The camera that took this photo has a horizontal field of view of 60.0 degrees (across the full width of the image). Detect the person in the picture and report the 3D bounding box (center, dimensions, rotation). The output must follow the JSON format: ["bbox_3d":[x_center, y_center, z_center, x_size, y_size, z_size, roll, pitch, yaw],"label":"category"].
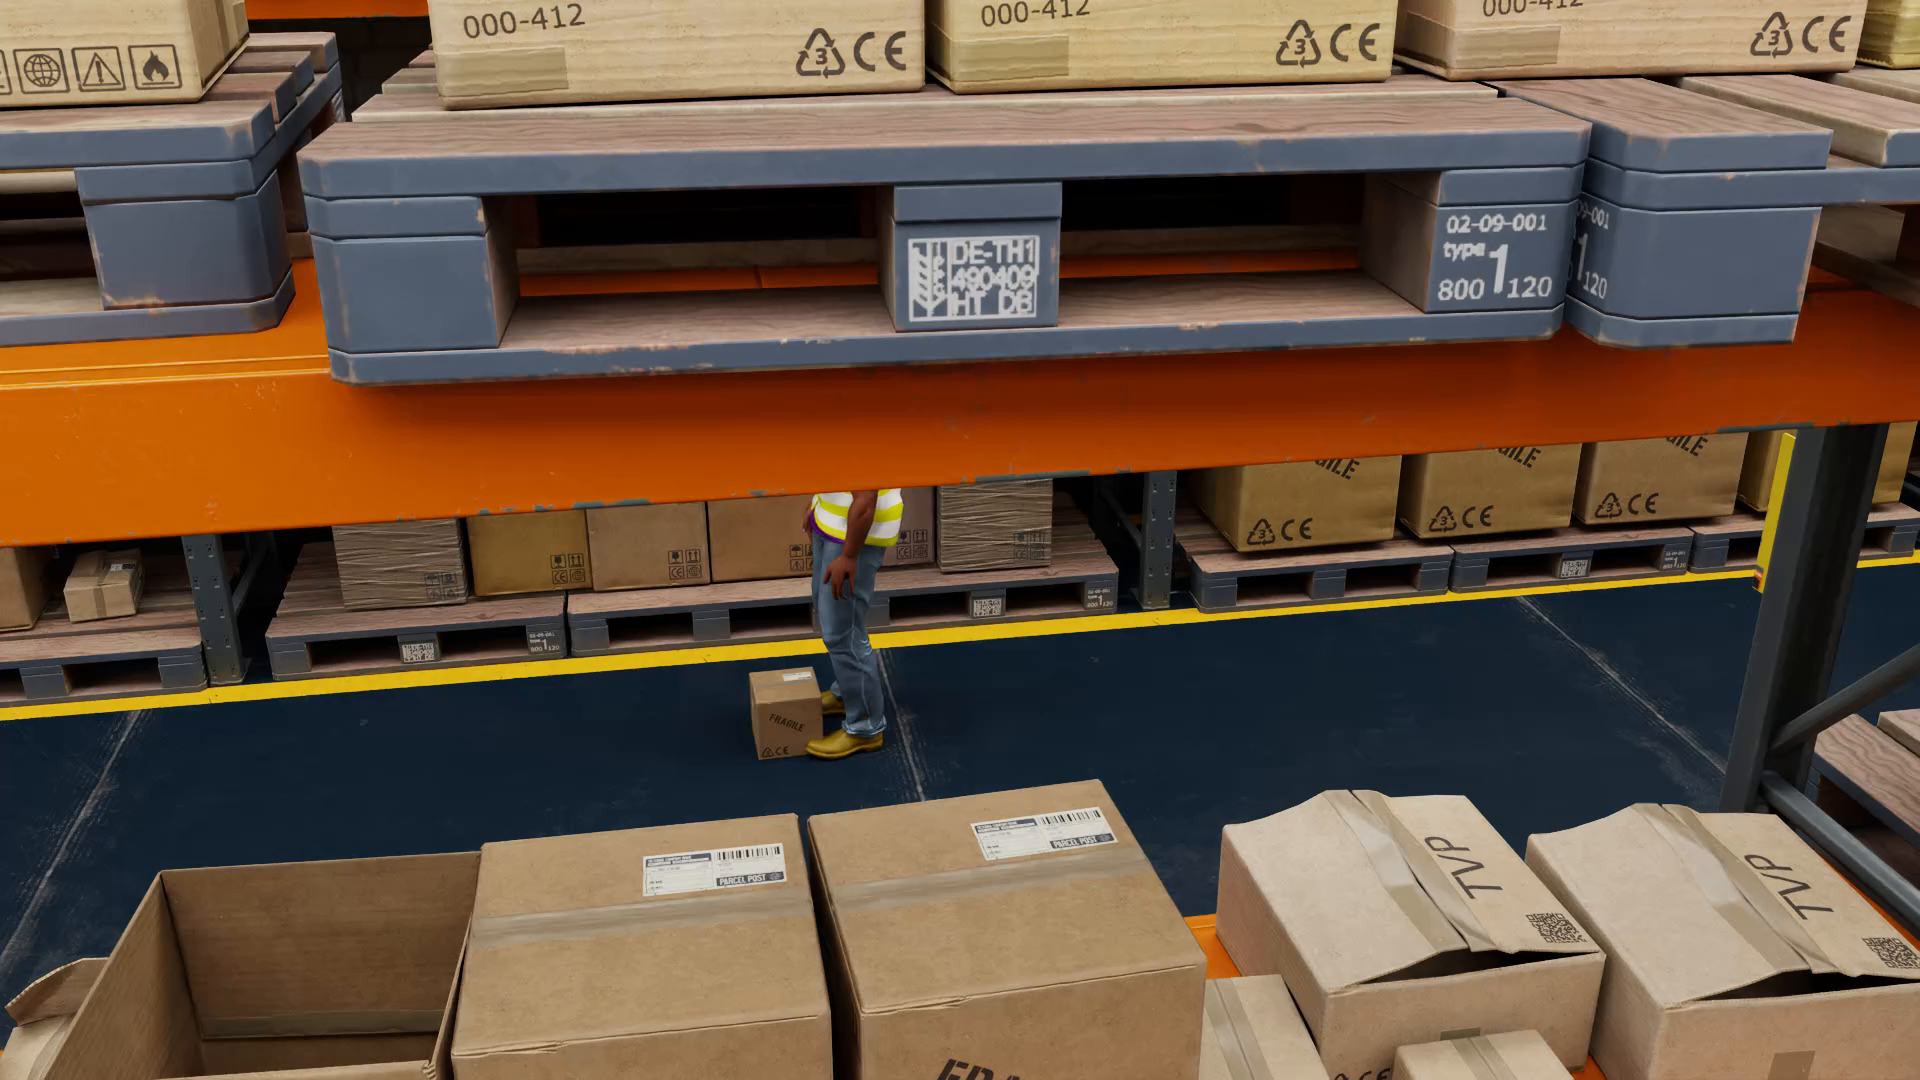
[{"bbox_3d":[-0.452,-0.049,6.187,0.457,1.761,0.623,-4,24,-9],"label":"person"}]
